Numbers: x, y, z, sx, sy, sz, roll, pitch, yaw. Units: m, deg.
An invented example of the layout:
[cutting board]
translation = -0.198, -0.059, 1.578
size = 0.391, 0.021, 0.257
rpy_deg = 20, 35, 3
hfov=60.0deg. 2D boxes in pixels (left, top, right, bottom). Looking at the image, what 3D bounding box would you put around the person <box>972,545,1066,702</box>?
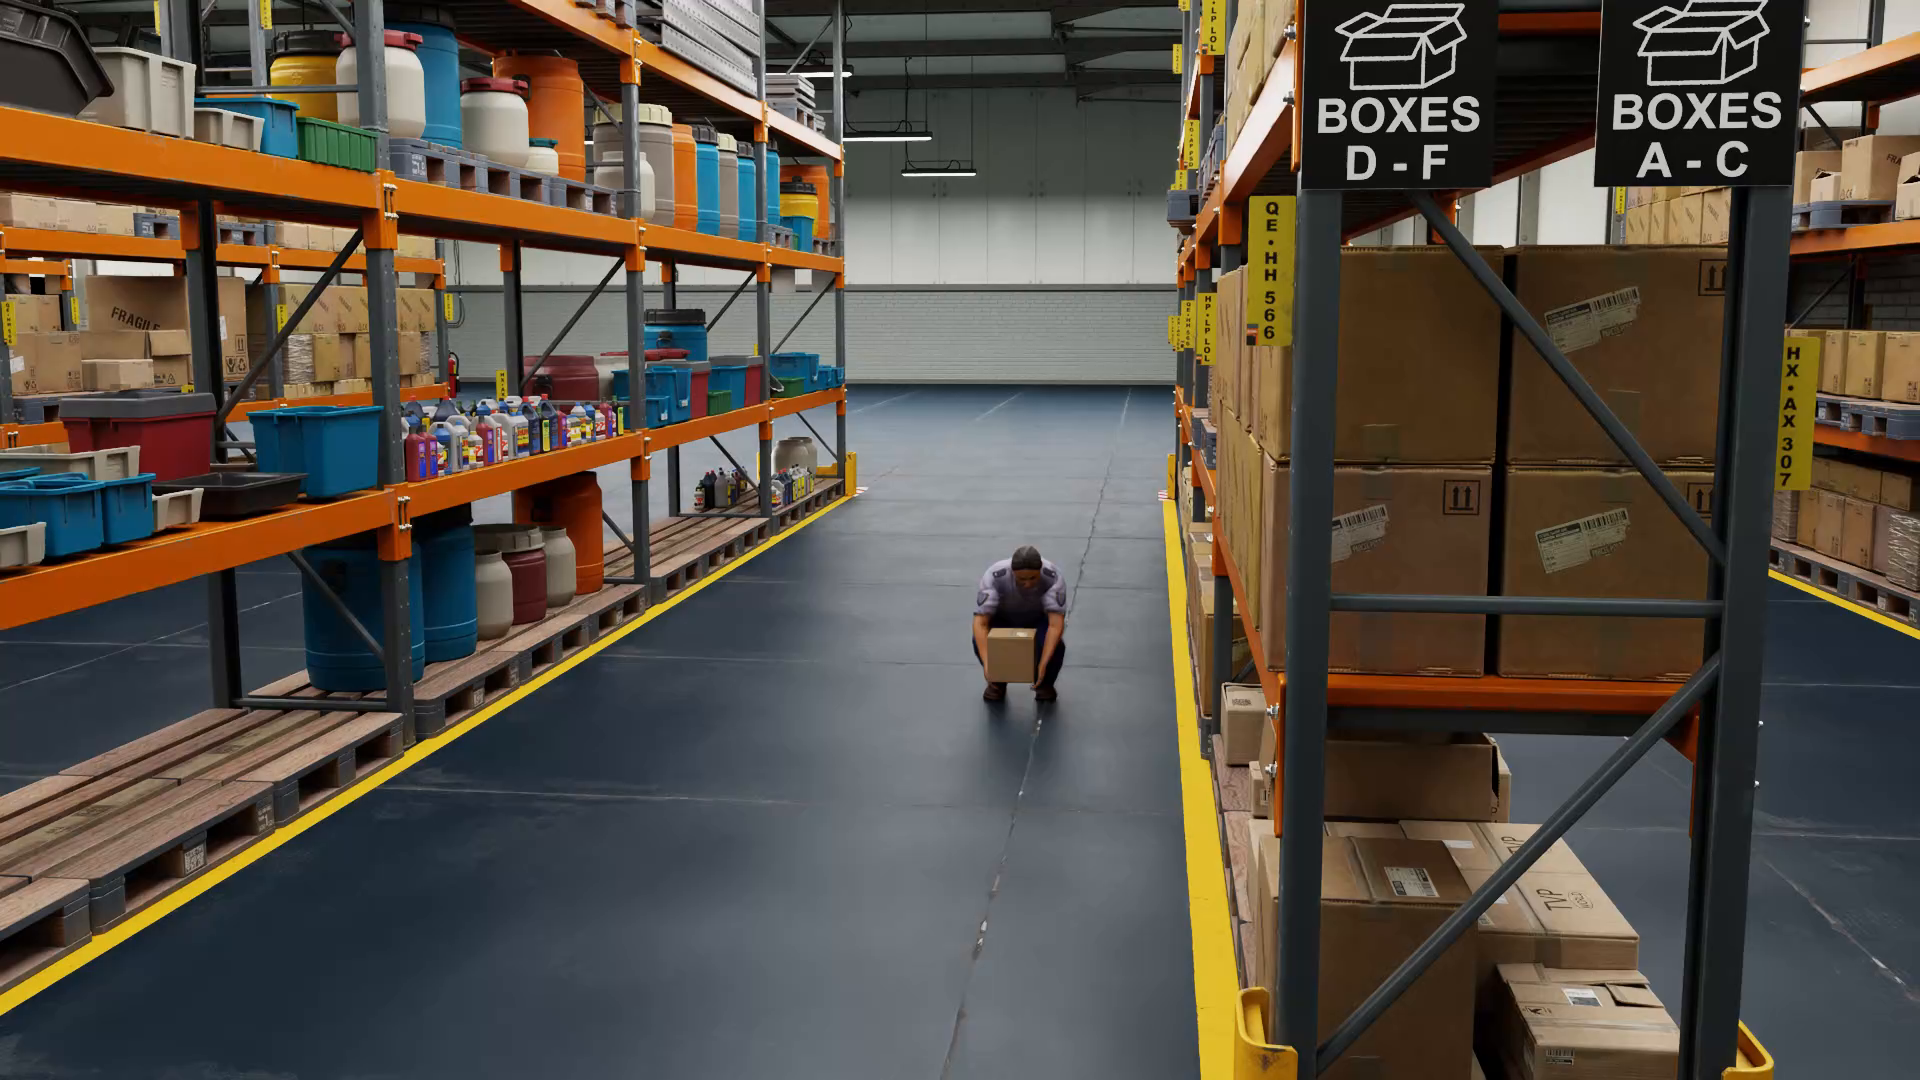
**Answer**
[person]
translation = 0.339, 0.456, 9.281
size = 0.520, 0.910, 0.832
rpy_deg = 1, 8, 6
